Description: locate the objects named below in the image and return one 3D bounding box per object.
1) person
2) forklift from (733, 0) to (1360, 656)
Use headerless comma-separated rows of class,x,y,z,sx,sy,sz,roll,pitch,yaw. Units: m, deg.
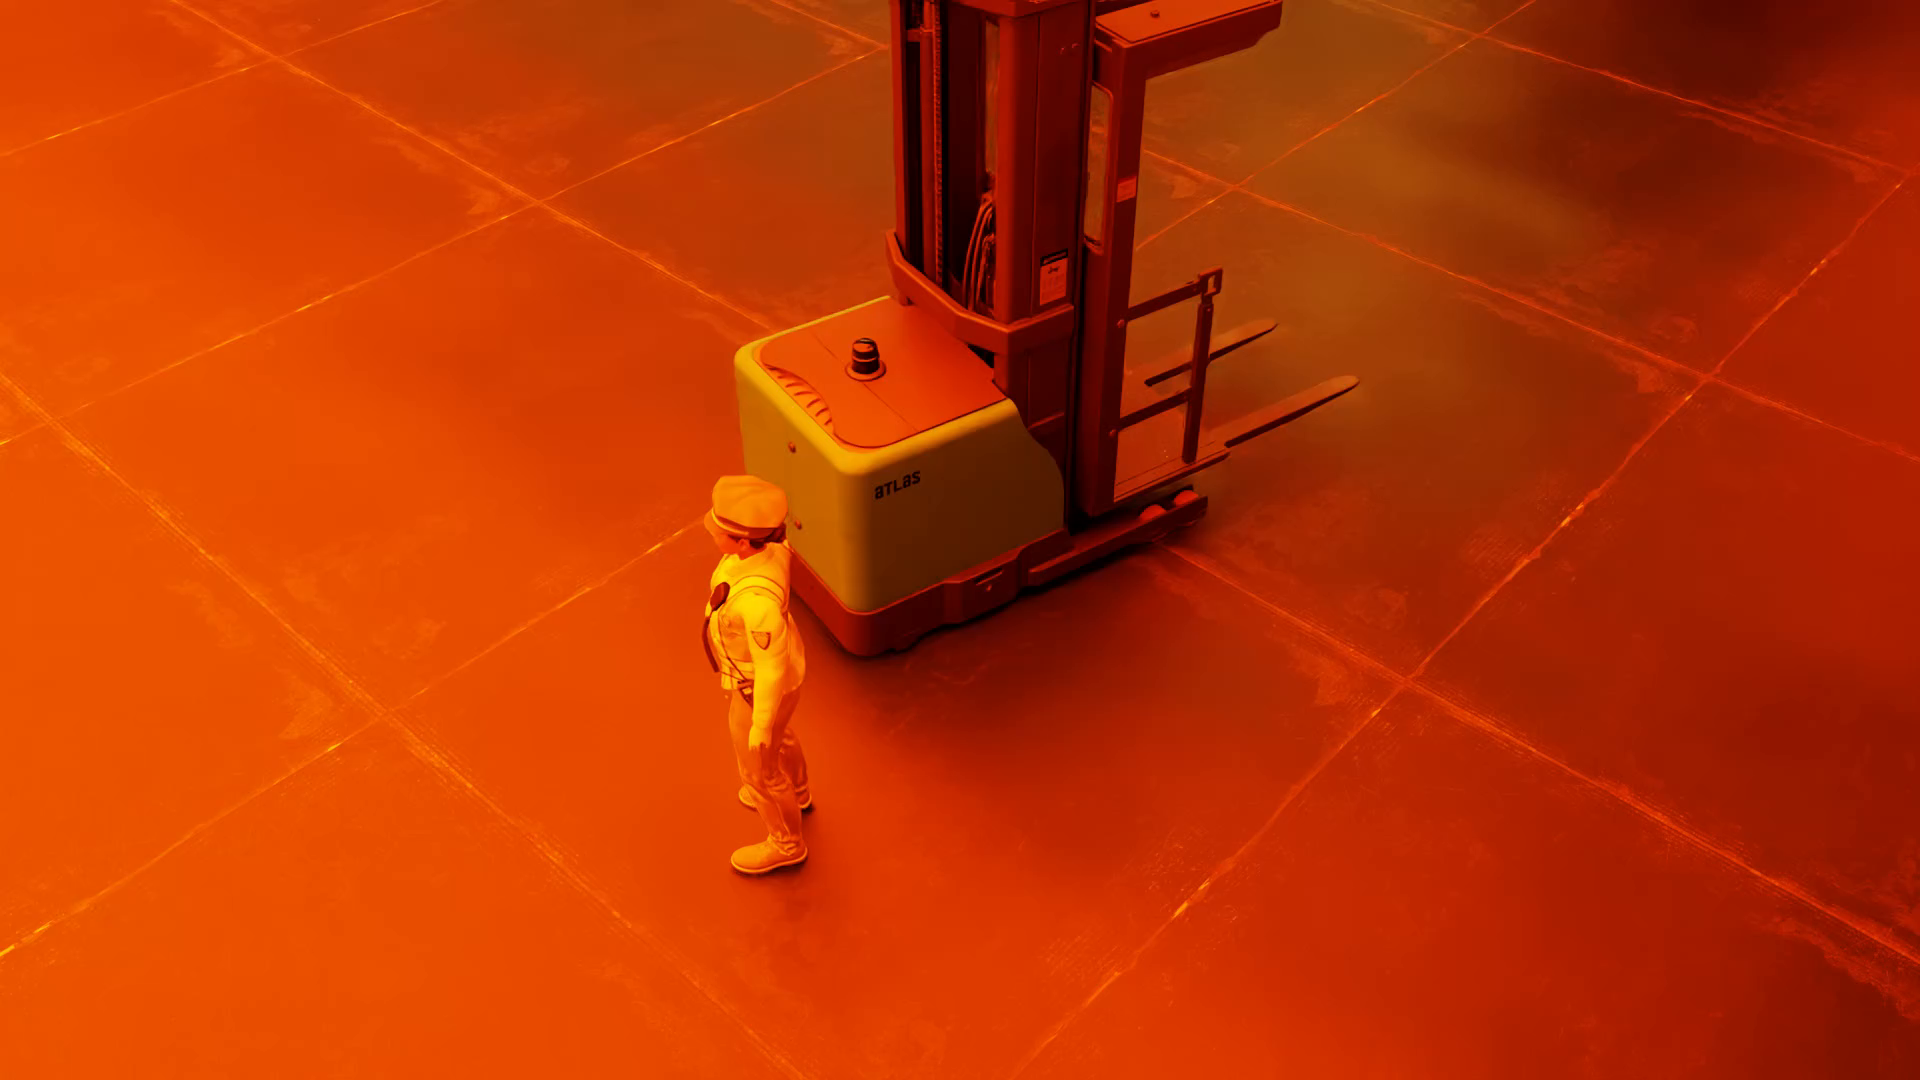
person,-0.704,0.481,5.833,0.332,1.676,0.532,-2,41,-3
forklift,0.544,-1.372,7.027,3.031,2.935,1.130,-23,46,-25
